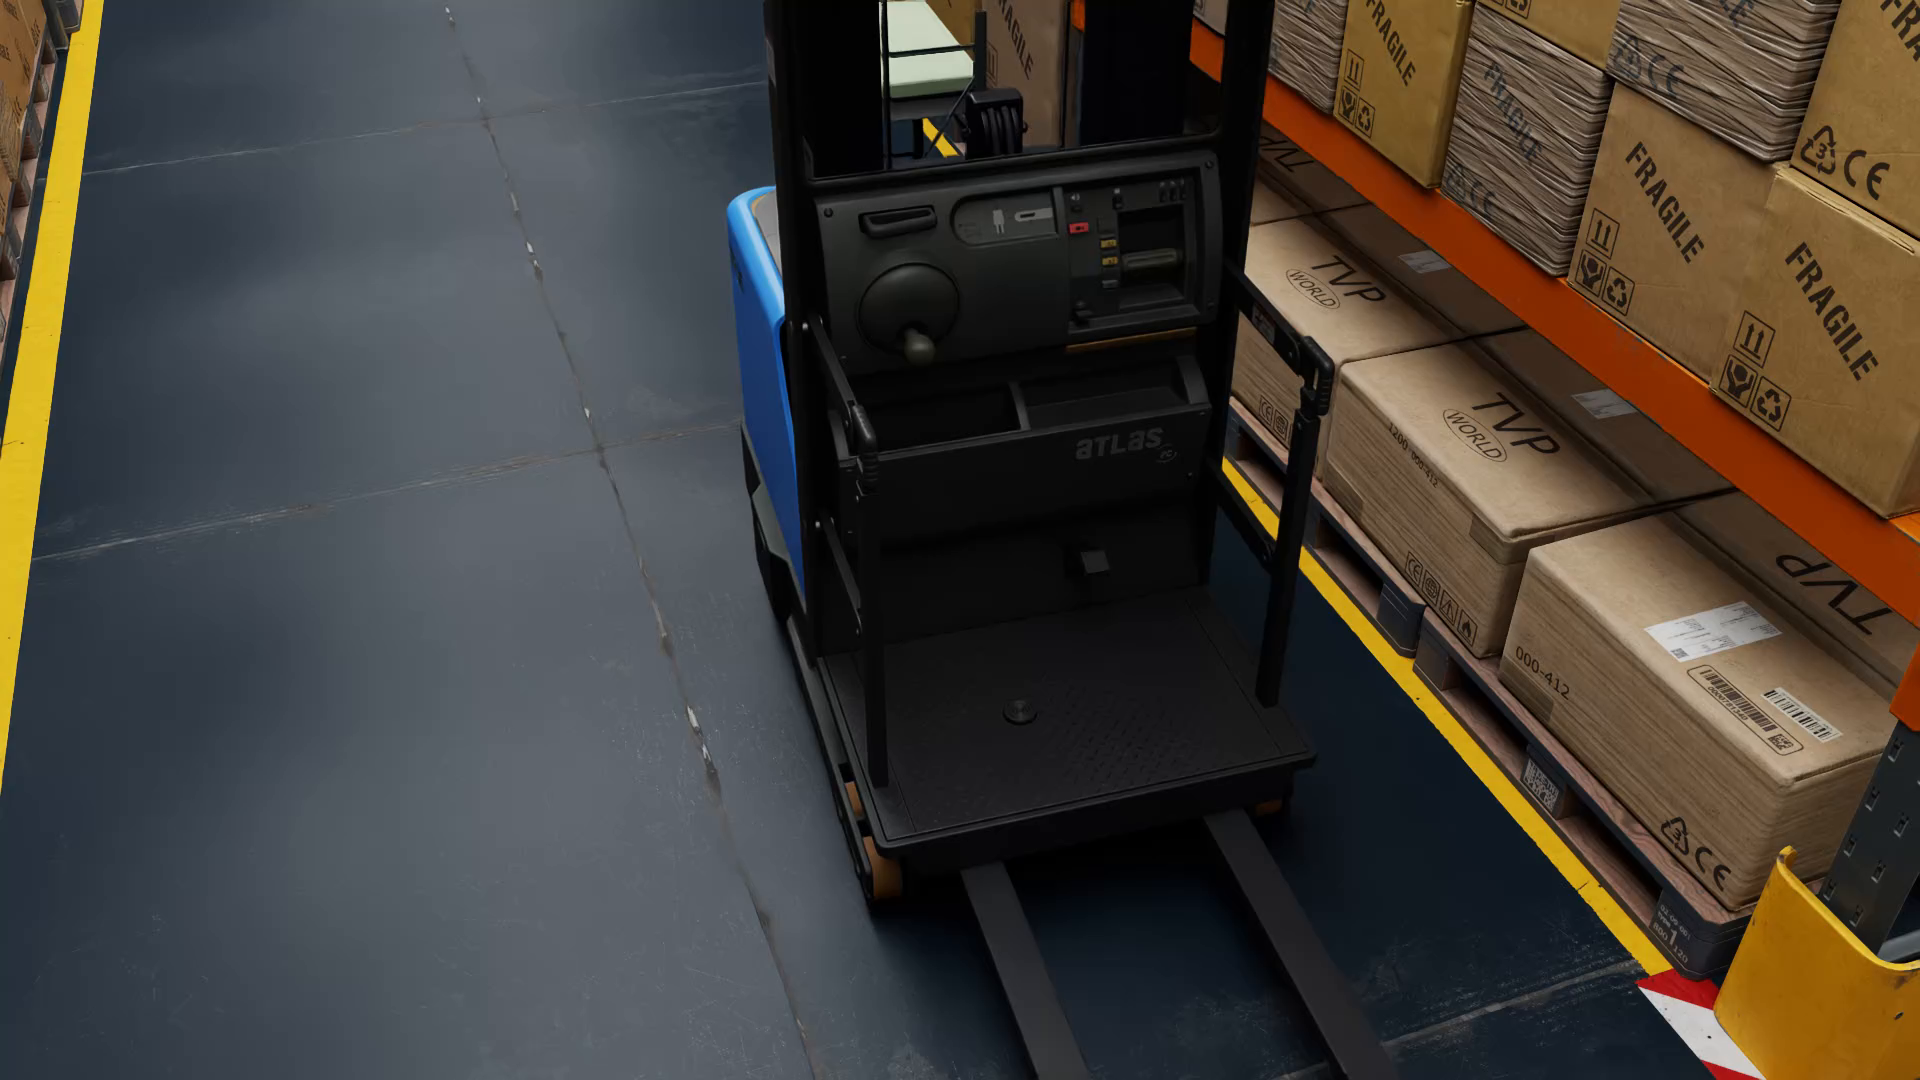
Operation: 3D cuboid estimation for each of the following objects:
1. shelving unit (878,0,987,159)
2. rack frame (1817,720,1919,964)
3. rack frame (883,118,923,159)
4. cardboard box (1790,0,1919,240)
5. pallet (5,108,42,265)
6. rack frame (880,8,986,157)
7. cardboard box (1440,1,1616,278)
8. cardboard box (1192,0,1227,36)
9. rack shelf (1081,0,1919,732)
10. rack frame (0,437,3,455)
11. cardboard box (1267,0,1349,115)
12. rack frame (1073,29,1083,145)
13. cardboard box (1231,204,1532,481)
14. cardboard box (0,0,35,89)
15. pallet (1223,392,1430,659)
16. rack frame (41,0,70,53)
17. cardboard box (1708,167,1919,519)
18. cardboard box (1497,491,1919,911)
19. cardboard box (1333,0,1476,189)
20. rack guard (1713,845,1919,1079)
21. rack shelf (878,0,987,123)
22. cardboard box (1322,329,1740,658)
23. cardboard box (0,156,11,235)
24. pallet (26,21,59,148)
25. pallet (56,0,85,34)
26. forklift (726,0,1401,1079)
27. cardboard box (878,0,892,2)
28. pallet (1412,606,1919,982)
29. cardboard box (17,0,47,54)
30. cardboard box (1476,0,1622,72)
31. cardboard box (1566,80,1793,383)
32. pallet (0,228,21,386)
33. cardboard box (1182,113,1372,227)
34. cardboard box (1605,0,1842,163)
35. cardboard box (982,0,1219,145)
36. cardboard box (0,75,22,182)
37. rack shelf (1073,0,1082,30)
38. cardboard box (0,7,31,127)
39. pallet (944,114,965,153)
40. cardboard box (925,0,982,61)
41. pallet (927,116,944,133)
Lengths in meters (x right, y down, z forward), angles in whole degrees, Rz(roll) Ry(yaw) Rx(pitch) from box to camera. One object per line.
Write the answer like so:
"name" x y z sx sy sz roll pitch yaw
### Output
"shelving unit" -0.221 -1.107 5.473 0.431 1.500 0.755 -10 38 -13
"rack frame" 2.307 -0.168 2.980 1.000 3.000 0.127 -12 39 -16
"rack frame" -0.322 -1.319 5.754 0.400 1.500 0.023 -10 38 -13
"cardboard box" 1.917 -0.831 2.945 0.500 0.500 0.500 -11 38 -14
"pallet" -4.468 -1.426 6.968 1.003 0.211 1.213 -12 39 -16
"rack frame" -0.119 -0.896 5.192 0.400 1.500 0.023 -10 38 -13
"cardboard box" 1.547 -1.001 4.003 0.500 0.500 0.500 -11 38 -15
"cardboard box" 1.015 -1.863 5.148 0.500 0.500 0.500 -12 39 -16
"rack shelf" 1.618 -1.011 4.697 1.077 0.370 4.000 -12 39 -16
"rack frame" -3.729 -1.398 4.613 1.000 3.000 0.127 -12 39 -16
"cardboard box" 1.180 -1.581 4.773 0.500 0.500 0.500 -12 39 -16
"rack frame" 0.930 -2.428 5.980 1.000 3.000 0.127 -12 39 -16
"cardboard box" 1.354 -0.690 5.453 0.875 0.438 0.875 -14 39 -17
"cardboard box" -4.596 -2.348 7.602 0.500 0.500 0.500 -13 39 -17
"pallet" 1.542 -0.178 5.311 1.003 0.211 1.213 -12 39 -16
"rack frame" -5.105 -3.658 7.613 1.000 3.000 0.127 -12 39 -16
"cardboard box" 1.892 -0.426 3.239 0.500 0.500 0.500 -12 39 -16
"cardboard box" 1.986 0.335 4.092 0.875 0.438 0.875 -14 39 -17
"cardboard box" 1.358 -1.290 4.386 0.500 0.500 0.500 -11 38 -15
"rack guard" 2.315 0.844 3.714 1.175 0.500 0.348 -12 39 -16
"rack shelf" -0.221 -1.419 5.238 0.431 0.370 0.720 -10 38 -13
"cardboard box" 1.663 -0.180 4.776 0.875 0.438 0.875 -11 38 -15
"cardboard box" -4.044 -1.469 6.435 0.500 0.500 0.500 -14 39 -17
"pallet" -4.884 -2.114 7.882 1.003 0.211 1.213 -12 39 -16
"pallet" -5.352 -3.017 9.080 1.003 0.211 1.213 -12 39 -16
"forklift" 0.209 -0.556 3.552 1.130 2.935 3.031 -10 38 -13
"cardboard box" 0.016 -3.094 8.282 0.875 0.875 0.875 -12 39 -15
"pallet" 1.958 0.510 4.397 1.003 0.211 1.213 -12 39 -16
"cardboard box" -4.758 -2.633 7.981 0.500 0.500 0.500 -11 38 -15
"cardboard box" 1.543 -1.400 3.701 0.500 0.500 0.500 -13 39 -16
"cardboard box" 1.734 -0.713 3.620 0.500 0.500 0.500 -13 39 -17
"pallet" -4.044 -0.736 6.052 1.003 0.211 1.213 -12 39 -16
"cardboard box" 1.046 -1.195 6.124 0.875 0.438 0.875 -13 39 -17
"cardboard box" 1.710 -1.120 3.329 0.500 0.500 0.500 -12 39 -16
"cardboard box" 0.642 -2.081 6.936 0.875 0.875 0.875 -11 38 -15
"cardboard box" -4.217 -1.763 6.826 0.500 0.500 0.500 -14 39 -18
"rack shelf" 0.242 -3.270 7.697 1.077 0.370 4.000 -12 39 -16
"cardboard box" -4.413 -2.053 7.211 0.500 0.500 0.500 -11 38 -14
"pallet" 0.594 -1.734 7.377 1.003 0.211 1.213 -12 39 -16
"cardboard box" 0.324 -2.589 7.611 0.875 0.875 0.875 -11 38 -15
"pallet" 0.170 -2.425 8.294 1.003 0.211 1.213 -12 39 -16
